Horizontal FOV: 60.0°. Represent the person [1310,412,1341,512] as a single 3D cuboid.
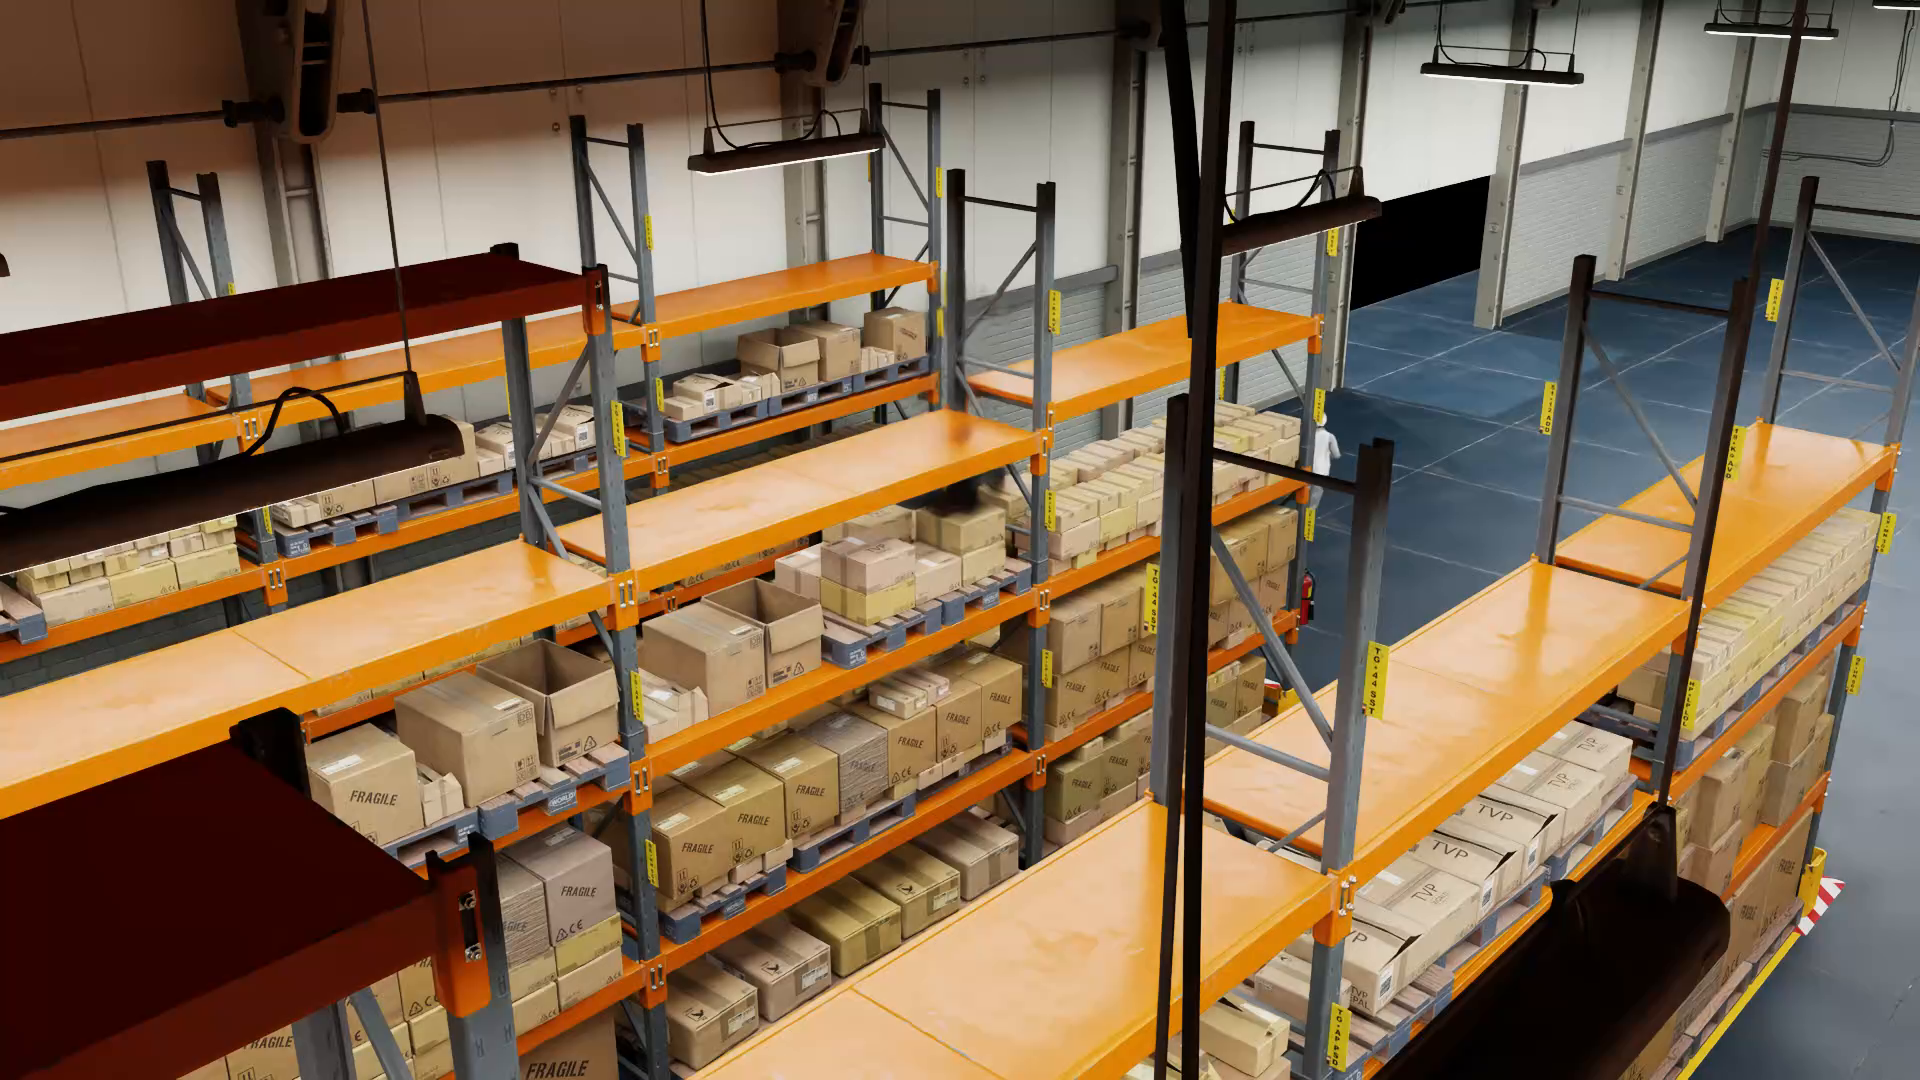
[{"bbox_3d":[4.554,-0.776,21.630,0.657,1.787,1.013,10,24,25],"label":"person"}]
